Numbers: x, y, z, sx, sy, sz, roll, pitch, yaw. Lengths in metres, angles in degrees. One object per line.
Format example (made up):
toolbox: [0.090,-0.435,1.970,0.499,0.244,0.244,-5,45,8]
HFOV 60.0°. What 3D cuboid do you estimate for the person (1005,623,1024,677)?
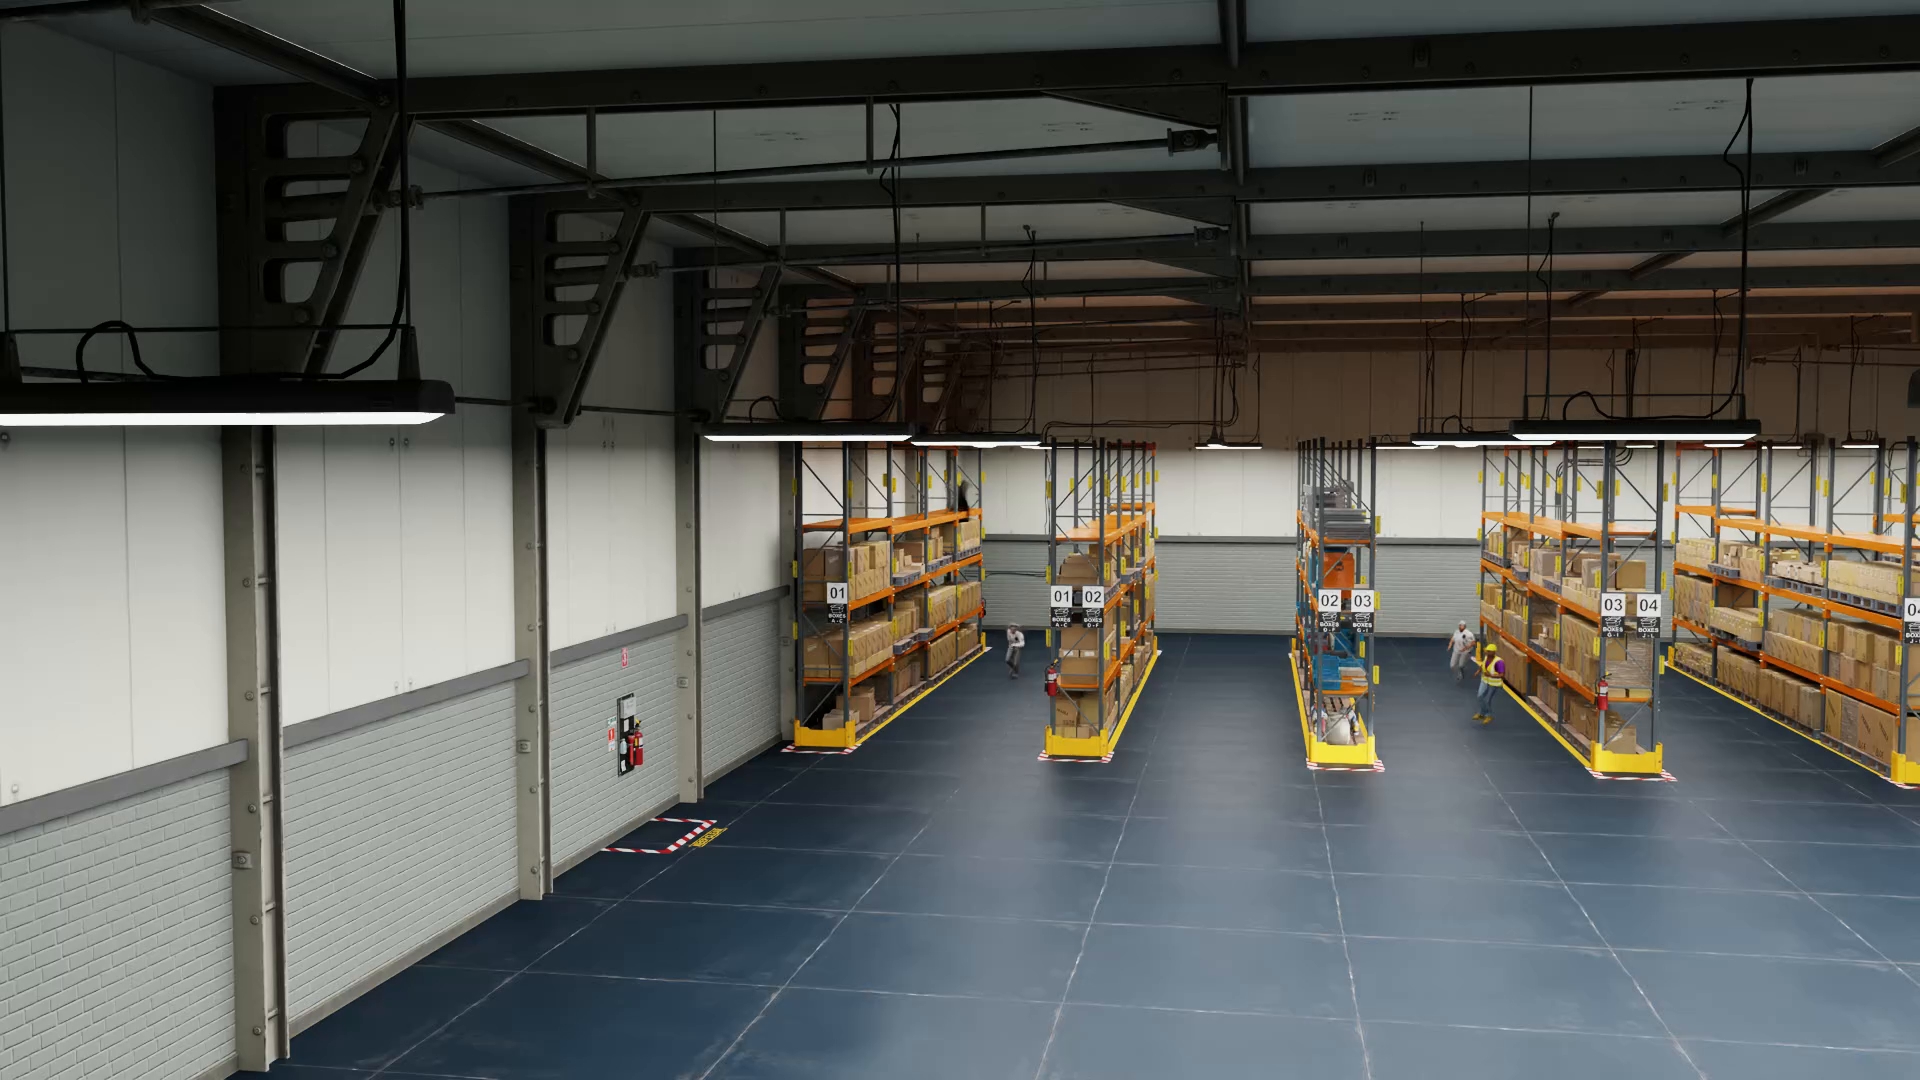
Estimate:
person: [1.377,2.780,41.934,0.621,1.424,0.946,1,3,21]

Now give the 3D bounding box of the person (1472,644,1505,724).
person: [11.114,3.008,34.968,0.811,1.675,0.718,3,4,40]

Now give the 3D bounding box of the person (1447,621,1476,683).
person: [12.442,2.780,41.214,0.674,1.575,0.503,2,4,37]
